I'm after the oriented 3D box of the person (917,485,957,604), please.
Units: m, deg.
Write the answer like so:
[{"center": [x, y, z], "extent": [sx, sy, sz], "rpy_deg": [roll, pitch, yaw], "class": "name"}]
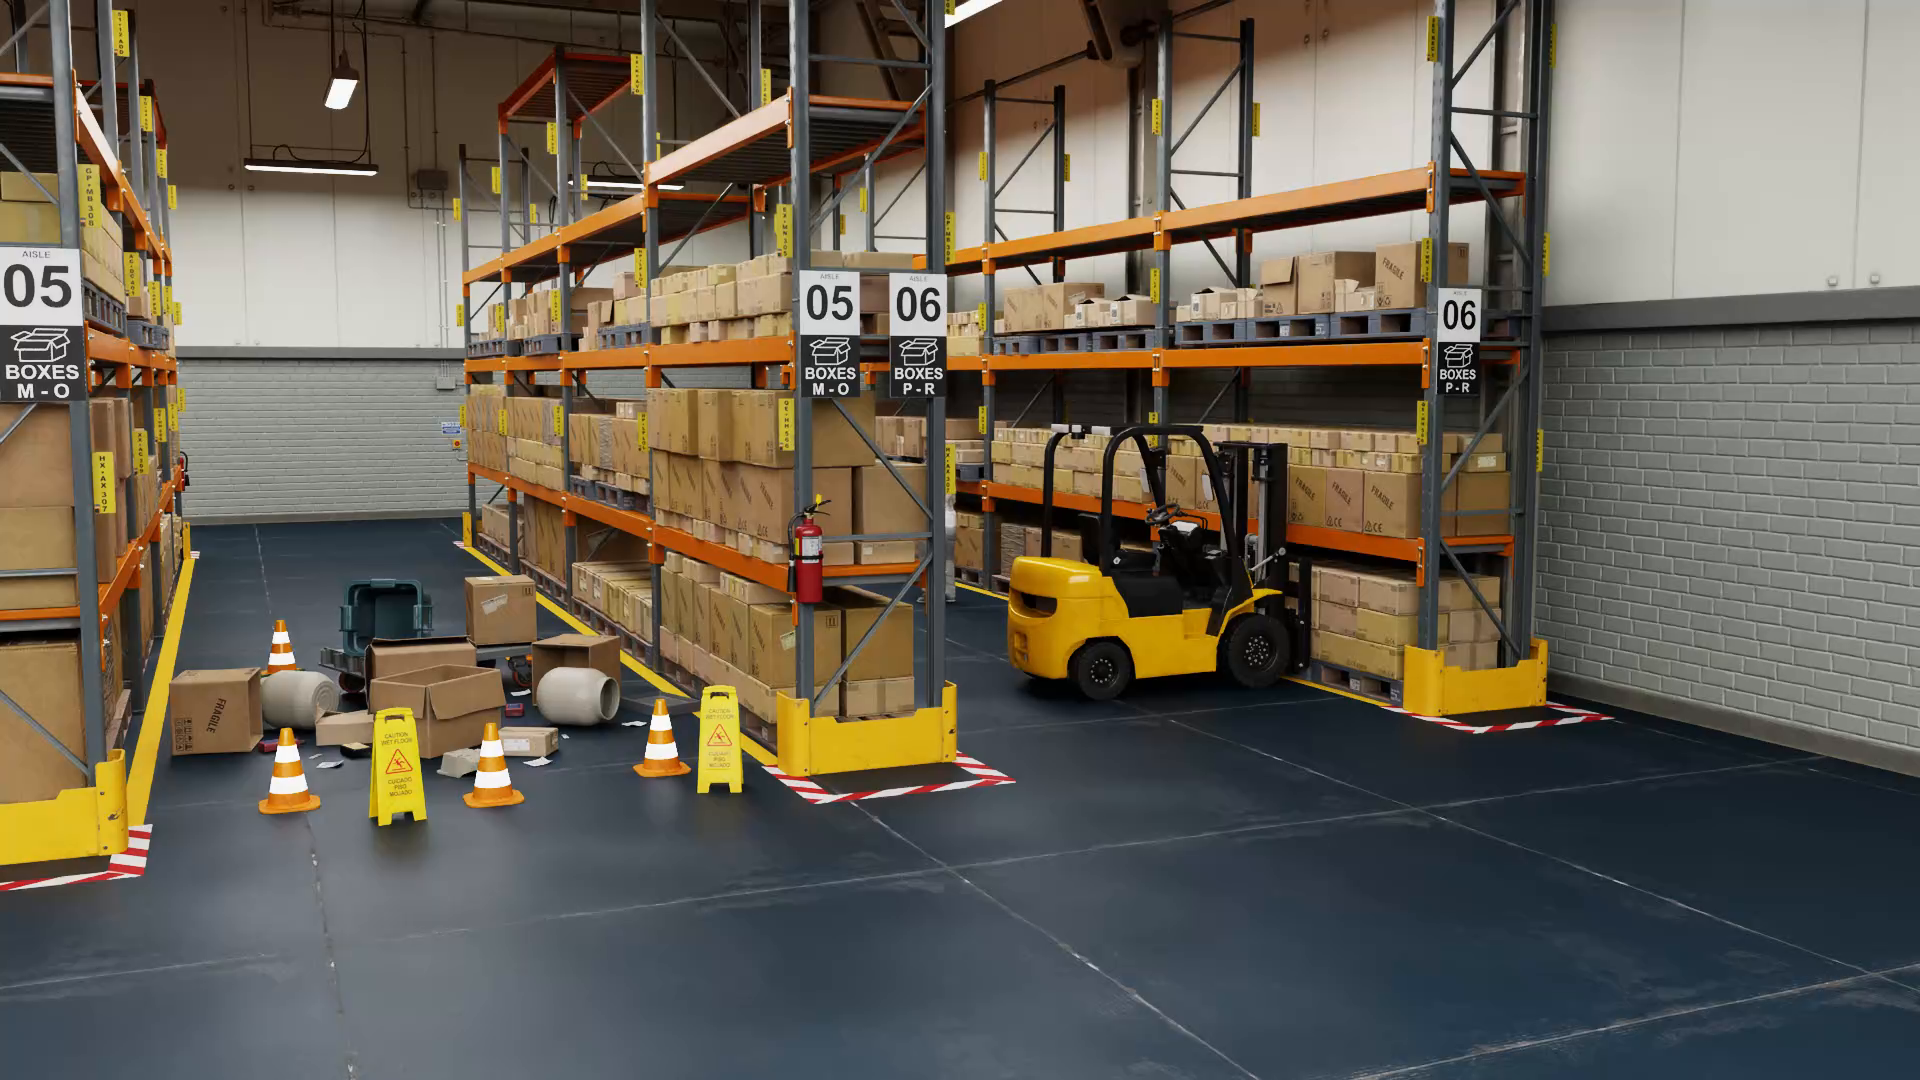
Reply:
[{"center": [-0.287, -0.119, 18.835], "extent": [0.471, 1.664, 0.536], "rpy_deg": [-2, 6, -24], "class": "person"}]
